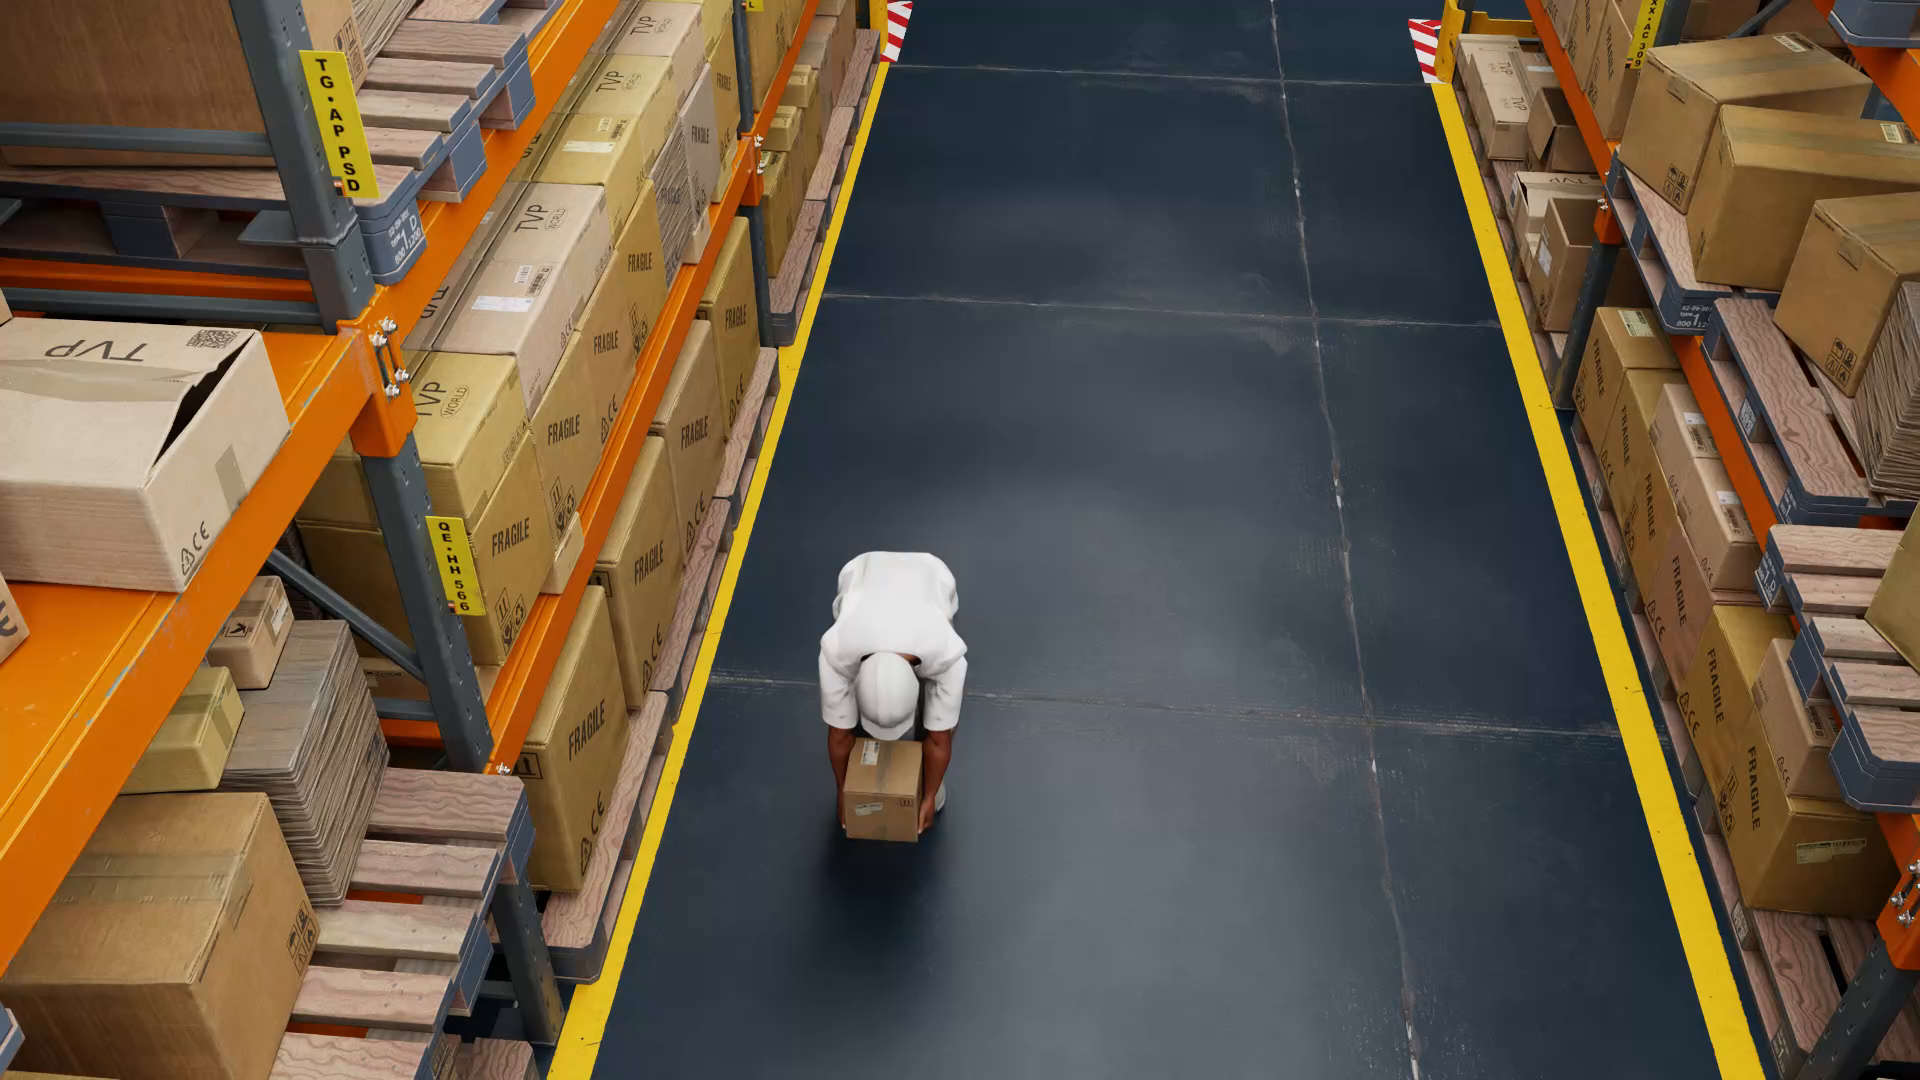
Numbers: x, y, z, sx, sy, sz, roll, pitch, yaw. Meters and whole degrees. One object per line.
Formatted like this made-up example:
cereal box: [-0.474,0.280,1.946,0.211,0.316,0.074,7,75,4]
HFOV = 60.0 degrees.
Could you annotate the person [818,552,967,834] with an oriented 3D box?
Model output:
person: [-0.224,0.596,5.907,0.511,1.143,0.959,2,40,2]
